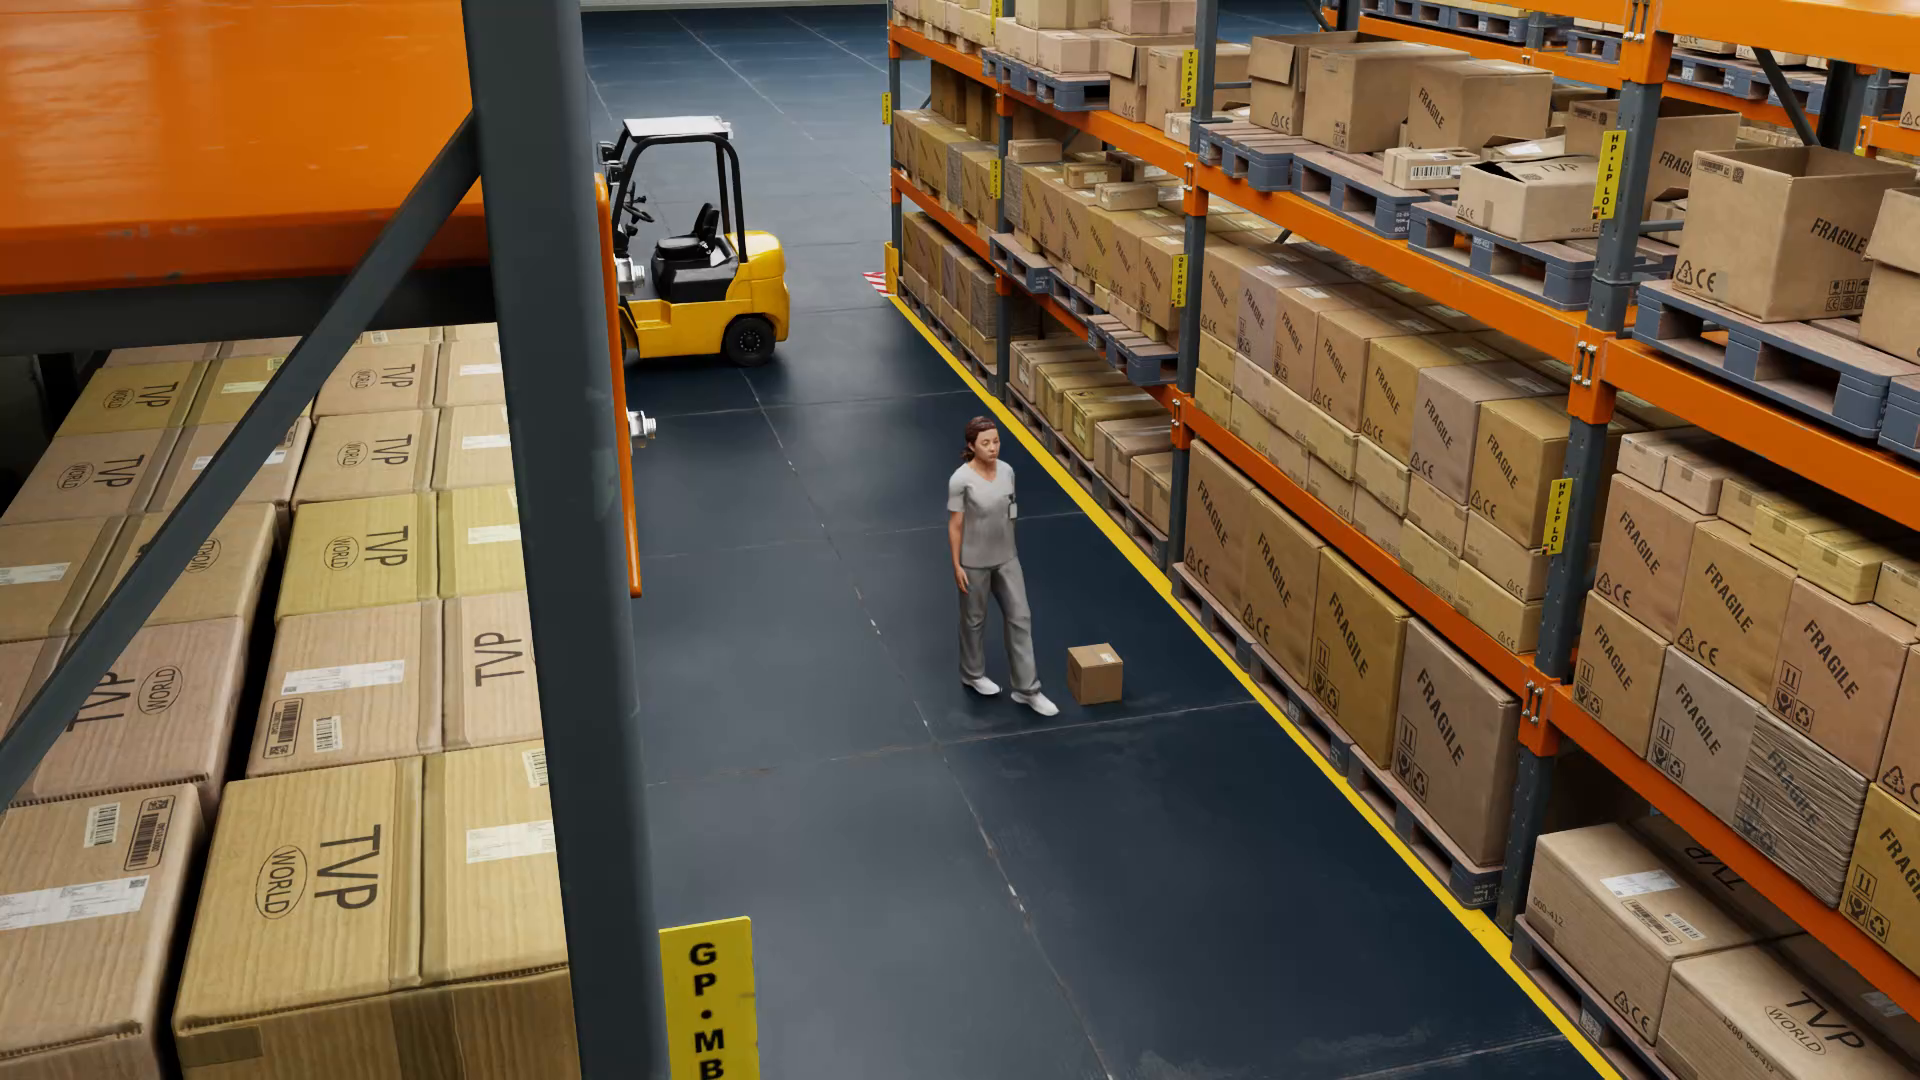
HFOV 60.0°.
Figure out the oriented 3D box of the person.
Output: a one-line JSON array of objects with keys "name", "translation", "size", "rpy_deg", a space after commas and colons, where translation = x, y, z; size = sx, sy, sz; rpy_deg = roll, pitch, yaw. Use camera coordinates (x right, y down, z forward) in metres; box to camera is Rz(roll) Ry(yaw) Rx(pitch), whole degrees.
[{"name": "person", "translation": [0.207, 0.155, 9.222], "size": [0.484, 1.659, 0.658], "rpy_deg": [-11, 25, -25]}]
